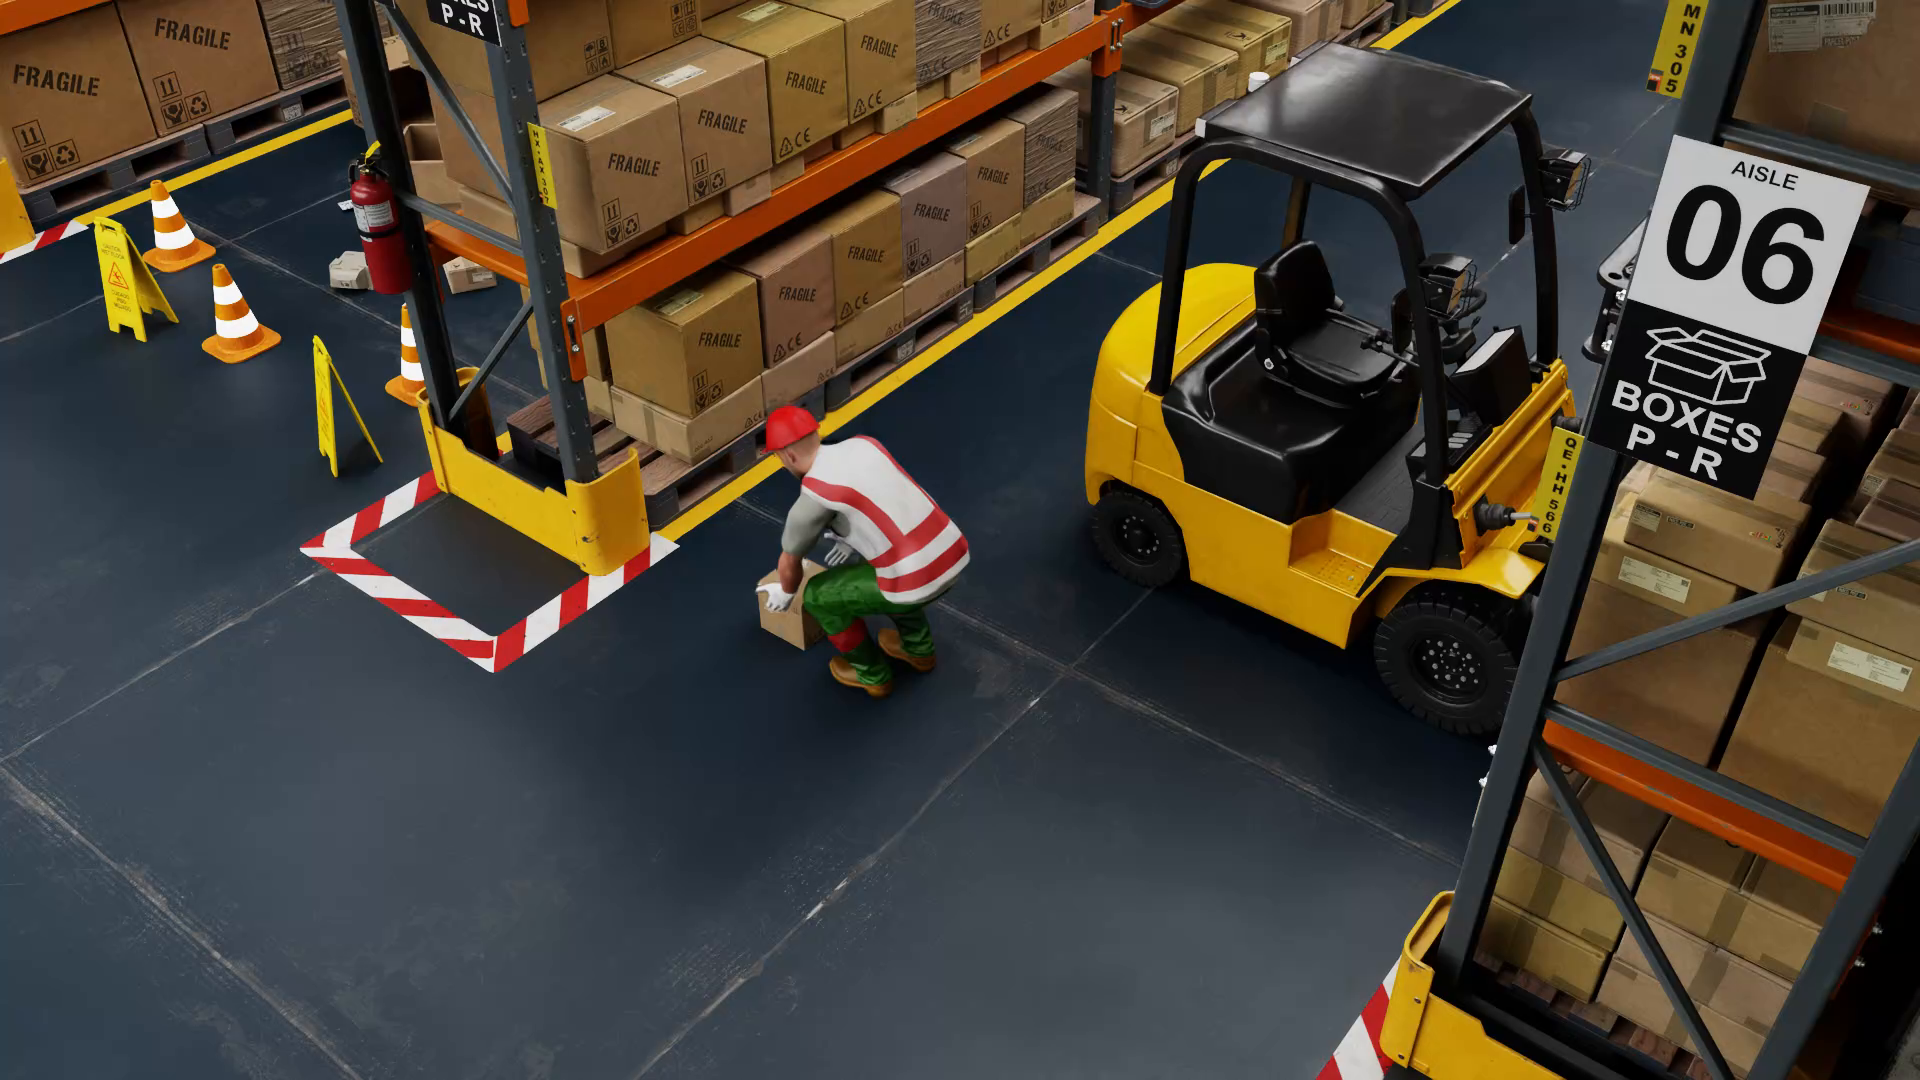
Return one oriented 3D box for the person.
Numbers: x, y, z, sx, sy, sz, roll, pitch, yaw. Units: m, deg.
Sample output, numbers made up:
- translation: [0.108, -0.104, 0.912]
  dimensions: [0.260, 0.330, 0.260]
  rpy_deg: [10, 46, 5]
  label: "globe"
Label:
- translation: [-0.394, 0.069, 6.544]
  dimensions: [0.852, 1.172, 0.583]
  rpy_deg: [25, 45, 28]
  label: "person"
